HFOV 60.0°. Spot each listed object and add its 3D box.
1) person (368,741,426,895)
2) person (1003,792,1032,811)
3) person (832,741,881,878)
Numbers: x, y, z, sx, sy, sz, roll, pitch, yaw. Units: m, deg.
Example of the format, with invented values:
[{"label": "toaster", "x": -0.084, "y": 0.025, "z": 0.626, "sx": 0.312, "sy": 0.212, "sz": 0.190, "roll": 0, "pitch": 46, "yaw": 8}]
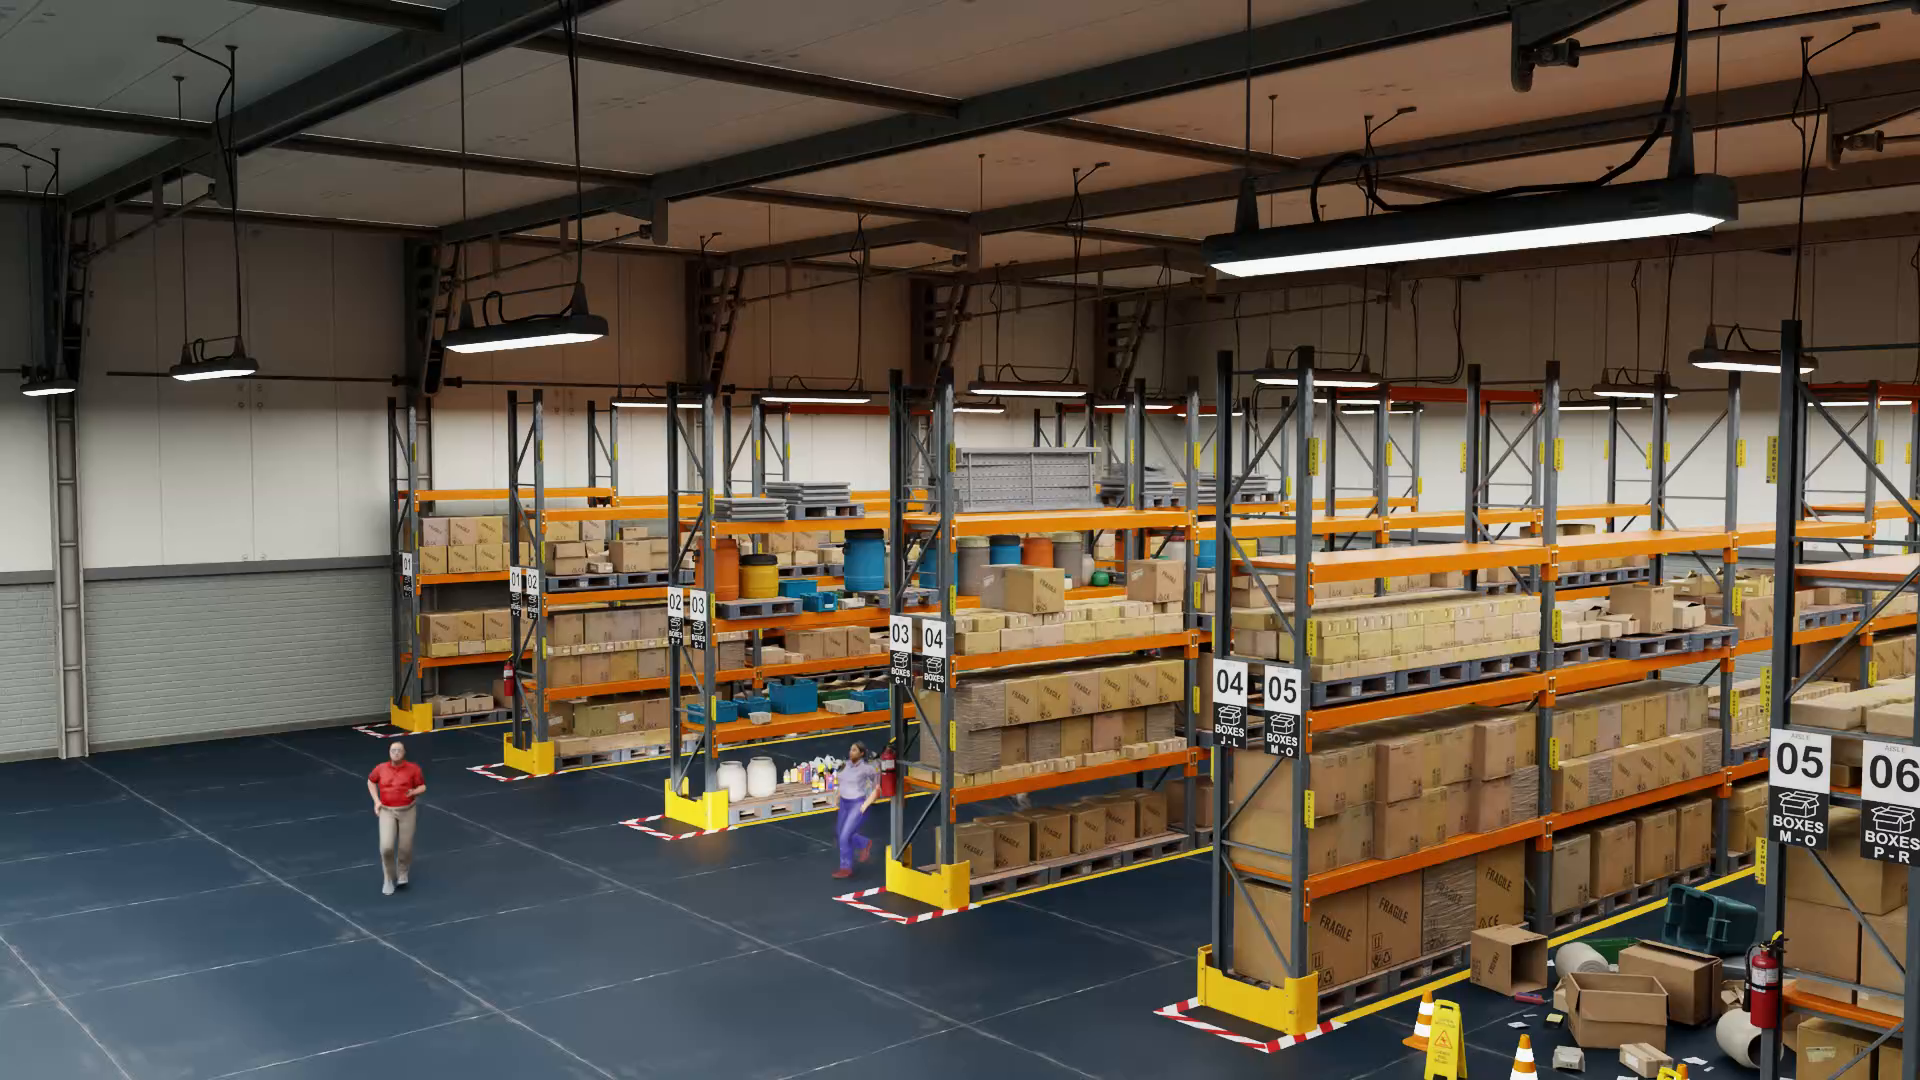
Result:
[{"label": "person", "x": -6.474, "y": 3.209, "z": 19.133, "sx": 0.642, "sy": 1.776, "sz": 0.716, "roll": -1, "pitch": 4, "yaw": -18}, {"label": "person", "x": 0.804, "y": 3.040, "z": 22.159, "sx": 0.543, "sy": 1.656, "sz": 0.617, "roll": -3, "pitch": 4, "yaw": -38}, {"label": "person", "x": -1.250, "y": 3.207, "z": 19.902, "sx": 0.687, "sy": 1.585, "sz": 0.623, "roll": -3, "pitch": 5, "yaw": -43}]
